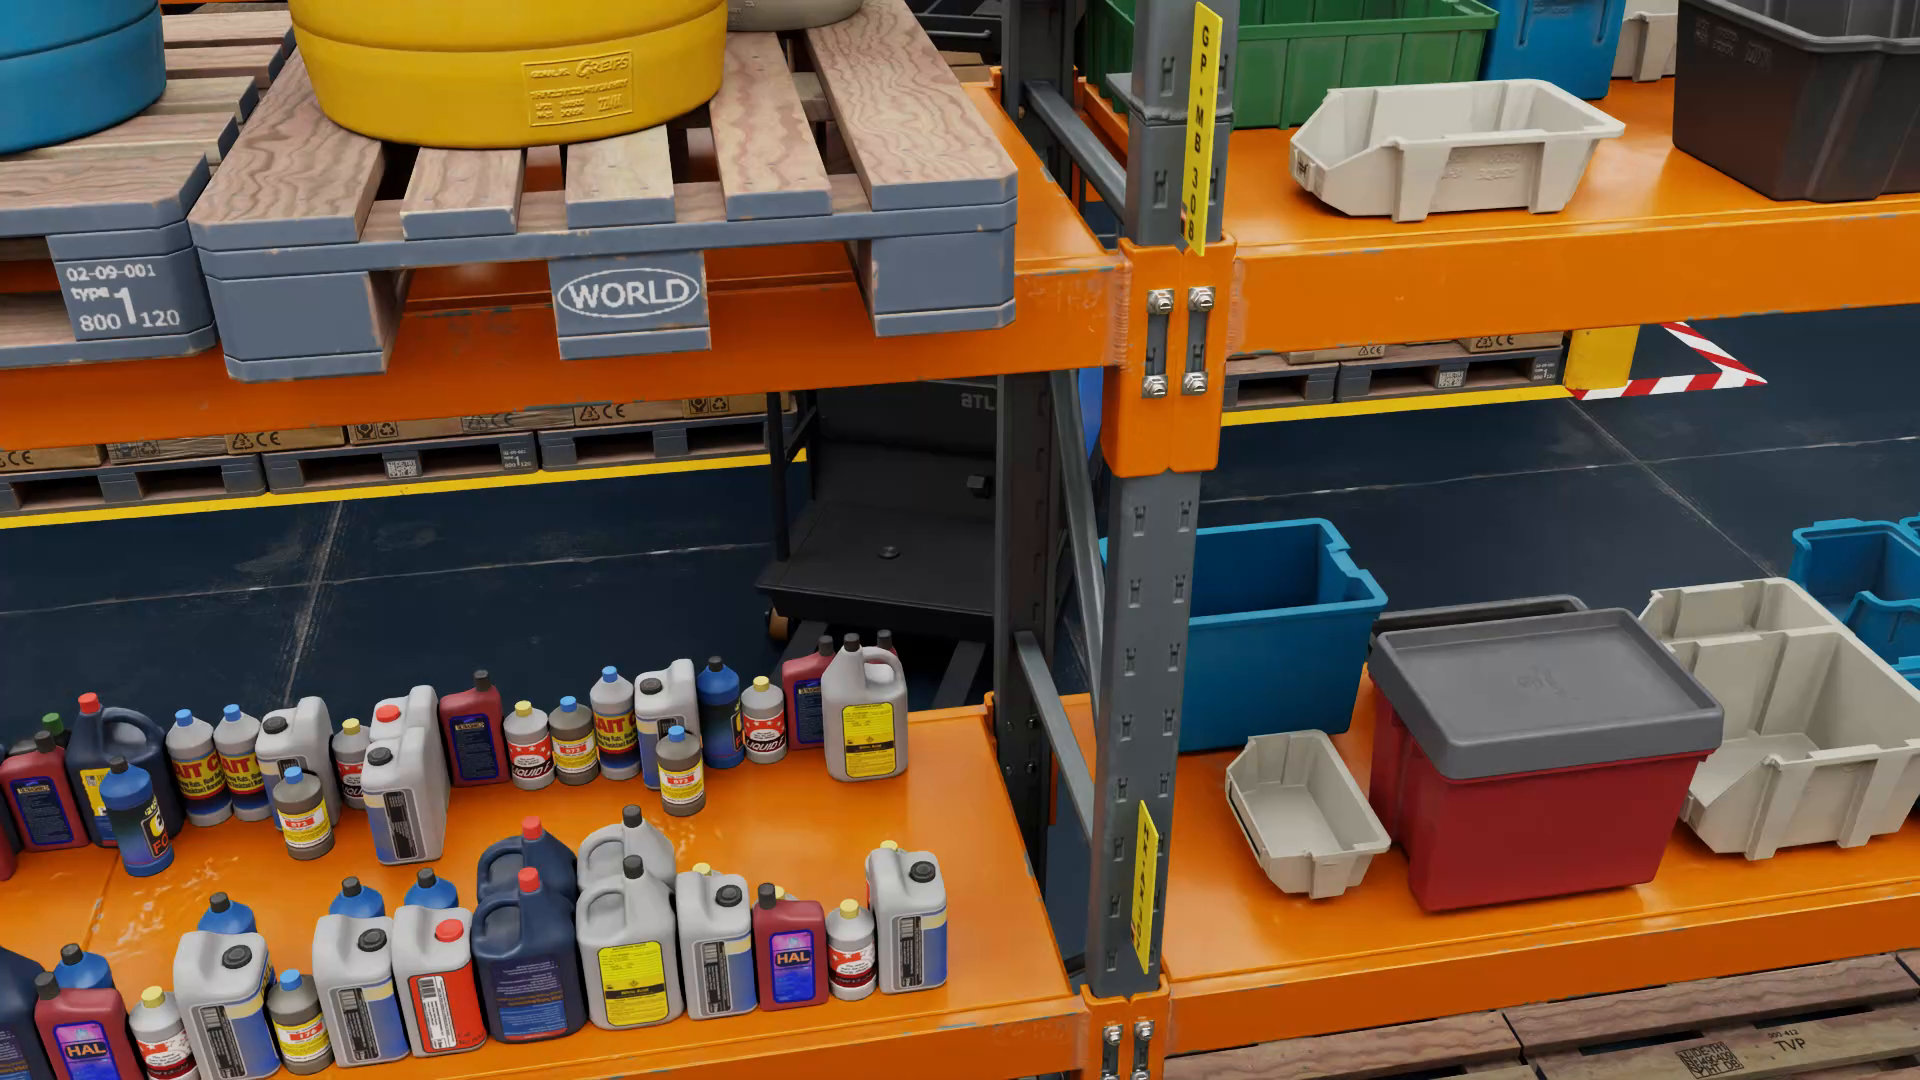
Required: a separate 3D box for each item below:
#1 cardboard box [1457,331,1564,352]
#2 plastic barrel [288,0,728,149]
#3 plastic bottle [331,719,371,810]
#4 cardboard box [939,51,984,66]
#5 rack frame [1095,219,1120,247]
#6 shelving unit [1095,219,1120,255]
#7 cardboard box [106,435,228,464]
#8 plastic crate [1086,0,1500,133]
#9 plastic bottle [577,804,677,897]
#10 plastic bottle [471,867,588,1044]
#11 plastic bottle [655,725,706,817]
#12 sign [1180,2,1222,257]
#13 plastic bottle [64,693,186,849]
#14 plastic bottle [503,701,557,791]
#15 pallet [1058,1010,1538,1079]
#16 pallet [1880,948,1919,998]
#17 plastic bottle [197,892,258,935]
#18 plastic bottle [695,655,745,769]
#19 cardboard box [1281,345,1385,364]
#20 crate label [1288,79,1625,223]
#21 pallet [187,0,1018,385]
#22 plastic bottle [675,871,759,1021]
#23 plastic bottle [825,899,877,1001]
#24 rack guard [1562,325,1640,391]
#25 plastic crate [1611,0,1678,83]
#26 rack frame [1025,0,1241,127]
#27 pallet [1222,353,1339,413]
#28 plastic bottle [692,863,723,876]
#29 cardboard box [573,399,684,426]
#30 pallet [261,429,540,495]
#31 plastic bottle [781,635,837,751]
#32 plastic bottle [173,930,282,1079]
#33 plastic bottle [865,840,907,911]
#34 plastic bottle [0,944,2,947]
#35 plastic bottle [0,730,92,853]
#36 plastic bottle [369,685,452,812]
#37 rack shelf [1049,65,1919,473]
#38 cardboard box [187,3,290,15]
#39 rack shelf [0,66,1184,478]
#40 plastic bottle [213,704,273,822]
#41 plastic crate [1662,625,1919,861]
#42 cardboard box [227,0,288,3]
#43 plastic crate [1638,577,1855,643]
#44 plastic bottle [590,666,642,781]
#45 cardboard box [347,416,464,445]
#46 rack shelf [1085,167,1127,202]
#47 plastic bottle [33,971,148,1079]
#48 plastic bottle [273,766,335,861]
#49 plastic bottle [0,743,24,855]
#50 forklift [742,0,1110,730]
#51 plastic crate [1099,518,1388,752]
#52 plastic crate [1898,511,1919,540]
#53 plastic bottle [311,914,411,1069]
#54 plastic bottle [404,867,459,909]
[{"bbox_3d":[2.786,-1.310,8.550,0.500,0.500,0.500,-5,31,-9],"label":"cardboard box"},{"bbox_3d":[-0.631,-0.905,2.271,0.600,0.588,0.600,0,30,0],"label":"plastic barrel"},{"bbox_3d":[-1.323,0.485,3.662,0.097,0.201,0.097,0,30,0],"label":"plastic bottle"},{"bbox_3d":[-0.144,-2.382,7.256,0.500,0.500,0.500,-5,31,-8],"label":"cardboard box"},{"bbox_3d":[0.649,-1.008,7.932,0.200,1.050,0.008,-4,25,-6],"label":"rack frame"},{"bbox_3d":[0.663,-0.957,7.822,0.215,1.050,0.252,-4,25,-6],"label":"shelving unit"},{"bbox_3d":[-3.580,-0.701,7.515,0.500,0.500,0.500,-6,31,-11],"label":"cardboard box"},{"bbox_3d":[0.593,-0.926,3.115,0.662,0.188,0.450,-5,31,-9],"label":"plastic crate"},{"bbox_3d":[-0.641,0.662,3.214,0.185,0.351,0.144,-5,31,-9],"label":"plastic bottle"},{"bbox_3d":[-0.797,0.751,3.063,0.185,0.351,0.144,-5,31,-9],"label":"plastic bottle"},{"bbox_3d":[-0.613,0.497,3.641,0.097,0.201,0.097,0,30,0],"label":"plastic bottle"},{"bbox_3d":[0.328,-0.557,2.270,0.005,0.325,0.100,-5,31,-9],"label":"sign"},{"bbox_3d":[-1.782,0.475,3.532,0.185,0.351,0.144,-5,31,-9],"label":"plastic bottle"},{"bbox_3d":[-0.964,0.451,3.719,0.097,0.201,0.097,0,30,0],"label":"plastic bottle"},{"bbox_3d":[0.947,1.581,4.353,1.213,0.211,1.003,-5,31,-9],"label":"pallet"},{"bbox_3d":[3.347,1.358,4.732,1.213,0.211,1.003,-5,31,-9],"label":"pallet"},{"bbox_3d":[-1.356,0.770,3.108,0.097,0.271,0.097,0,30,0],"label":"plastic bottle"},{"bbox_3d":[-0.544,0.382,3.767,0.097,0.271,0.097,0,30,0],"label":"plastic bottle"},{"bbox_3d":[1.846,-1.130,8.491,0.500,0.250,0.500,-5,31,-9],"label":"cardboard box"},{"bbox_3d":[0.764,-0.615,2.637,0.466,0.136,0.293,-5,31,-9],"label":"crate label"},{"bbox_3d":[-0.523,-0.626,2.582,1.003,0.211,1.213,-5,31,-9],"label":"pallet"},{"bbox_3d":[-0.458,0.749,3.139,0.135,0.276,0.152,-5,31,-9],"label":"plastic bottle"},{"bbox_3d":[-0.208,0.772,3.173,0.097,0.201,0.097,0,30,0],"label":"plastic bottle"},{"bbox_3d":[3.202,-1.285,8.943,0.348,0.500,1.175,-5,31,-9],"label":"rack guard"},{"bbox_3d":[1.413,-1.020,3.326,0.466,0.136,0.293,-5,31,-9],"label":"plastic crate"},{"bbox_3d":[0.230,-2.121,1.979,0.127,3.000,1.000,-5,31,-9],"label":"rack frame"},{"bbox_3d":[1.220,-0.978,8.705,1.213,0.211,1.003,-5,31,-9],"label":"pallet"},{"bbox_3d":[-0.499,0.721,3.260,0.097,0.201,0.097,0,30,0],"label":"plastic bottle"},{"bbox_3d":[-1.580,-0.888,7.833,0.500,0.500,0.500,-5,31,-9],"label":"cardboard box"},{"bbox_3d":[-2.654,-0.596,8.056,1.213,0.211,1.003,-5,31,-9],"label":"pallet"},{"bbox_3d":[-0.338,0.349,3.813,0.133,0.283,0.061,-5,31,-9],"label":"plastic bottle"},{"bbox_3d":[-1.315,0.829,3.004,0.135,0.276,0.152,-5,31,-9],"label":"plastic bottle"},{"bbox_3d":[-0.140,0.688,3.317,0.097,0.201,0.097,0,30,0],"label":"plastic bottle"},{"bbox_3d":[-1.858,0.771,3.029,0.185,0.351,0.144,-5,31,-9],"label":"plastic bottle"},{"bbox_3d":[-1.935,0.528,3.508,0.133,0.283,0.061,-5,31,-9],"label":"plastic bottle"},{"bbox_3d":[-1.204,0.456,3.638,0.135,0.276,0.152,-5,31,-9],"label":"plastic bottle"},{"bbox_3d":[2.198,-0.700,3.232,4.000,0.370,1.077,-5,31,-9],"label":"rack shelf"},{"bbox_3d":[-3.060,-1.966,7.121,0.500,0.500,0.700,0,30,0],"label":"cardboard box"},{"bbox_3d":[-1.737,-0.335,2.611,4.000,0.370,1.077,-5,31,-9],"label":"rack shelf"},{"bbox_3d":[-1.552,0.476,3.609,0.097,0.271,0.097,0,30,0],"label":"plastic bottle"},{"bbox_3d":[1.766,0.443,3.595,0.530,0.282,0.437,-5,31,-9],"label":"plastic crate"},{"bbox_3d":[-4.742,-3.365,11.720,0.750,0.750,0.750,-6,31,-10],"label":"cardboard box"},{"bbox_3d":[1.889,0.244,4.076,0.466,0.136,0.293,-5,31,-9],"label":"plastic crate"},{"bbox_3d":[-0.773,0.403,3.731,0.097,0.271,0.097,0,30,0],"label":"plastic bottle"},{"bbox_3d":[-2.573,-0.795,7.674,0.500,0.500,0.500,-6,31,-11],"label":"cardboard box"},{"bbox_3d":[1.309,-1.877,8.193,4.000,0.370,1.077,-5,31,-9],"label":"rack shelf"},{"bbox_3d":[-1.534,0.870,2.927,0.133,0.283,0.061,-5,31,-9],"label":"plastic bottle"},{"bbox_3d":[-1.392,0.569,3.518,0.097,0.201,0.097,0,30,0],"label":"plastic bottle"},{"bbox_3d":[-2.095,0.504,3.482,0.185,0.351,0.144,-5,31,-9],"label":"plastic bottle"},{"bbox_3d":[-0.141,-0.956,5.985,1.130,2.935,3.031,7,31,11],"label":"forklift"},{"bbox_3d":[0.628,0.234,3.850,0.575,0.384,0.392,-5,31,-9],"label":"plastic crate"},{"bbox_3d":[2.568,0.125,4.184,0.300,0.233,0.416,-5,31,-9],"label":"plastic crate"},{"bbox_3d":[-1.087,0.808,3.040,0.135,0.276,0.152,-5,31,-9],"label":"plastic bottle"},{"bbox_3d":[-0.995,0.737,3.164,0.097,0.271,0.097,0,30,0],"label":"plastic bottle"}]
